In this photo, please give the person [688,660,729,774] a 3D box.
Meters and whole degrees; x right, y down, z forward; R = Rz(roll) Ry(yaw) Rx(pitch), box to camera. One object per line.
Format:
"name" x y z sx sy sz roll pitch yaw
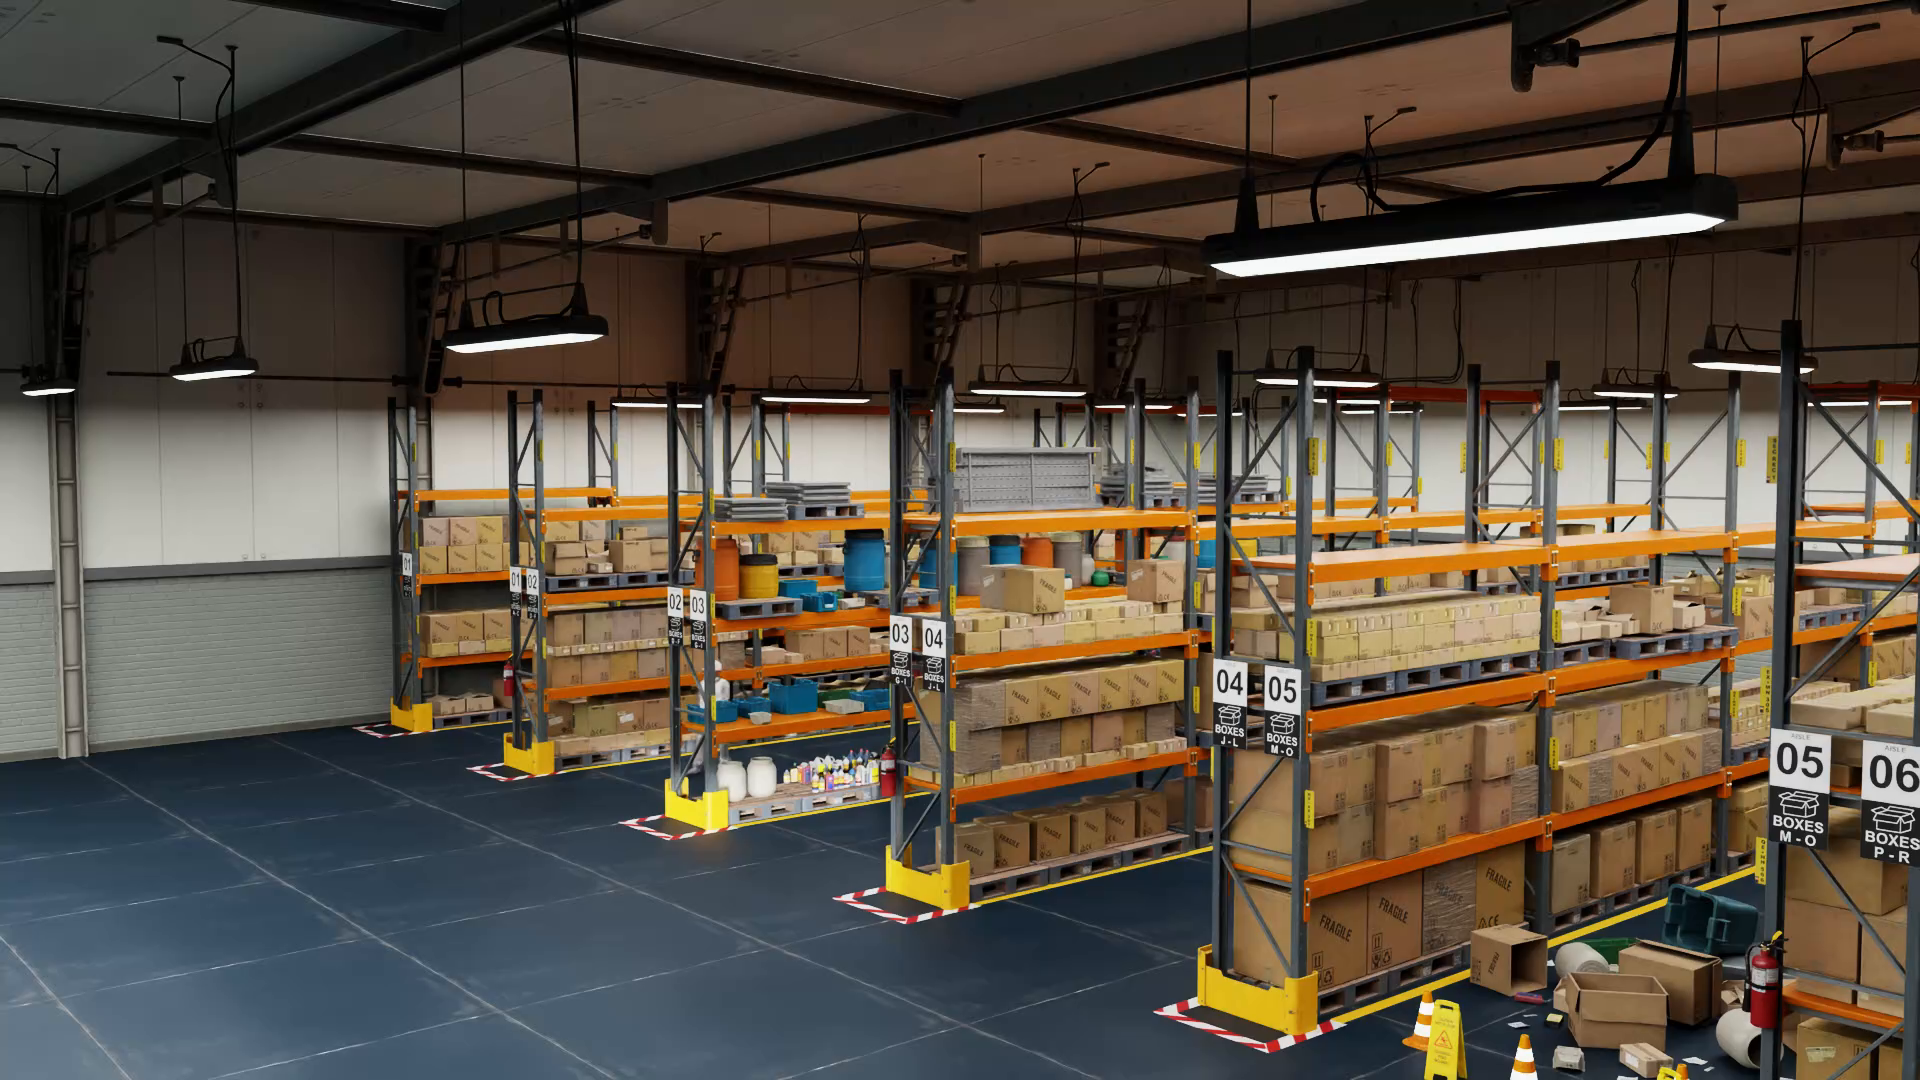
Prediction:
"person" -3.885 2.755 26.055 0.561 1.737 0.883 1 3 10
